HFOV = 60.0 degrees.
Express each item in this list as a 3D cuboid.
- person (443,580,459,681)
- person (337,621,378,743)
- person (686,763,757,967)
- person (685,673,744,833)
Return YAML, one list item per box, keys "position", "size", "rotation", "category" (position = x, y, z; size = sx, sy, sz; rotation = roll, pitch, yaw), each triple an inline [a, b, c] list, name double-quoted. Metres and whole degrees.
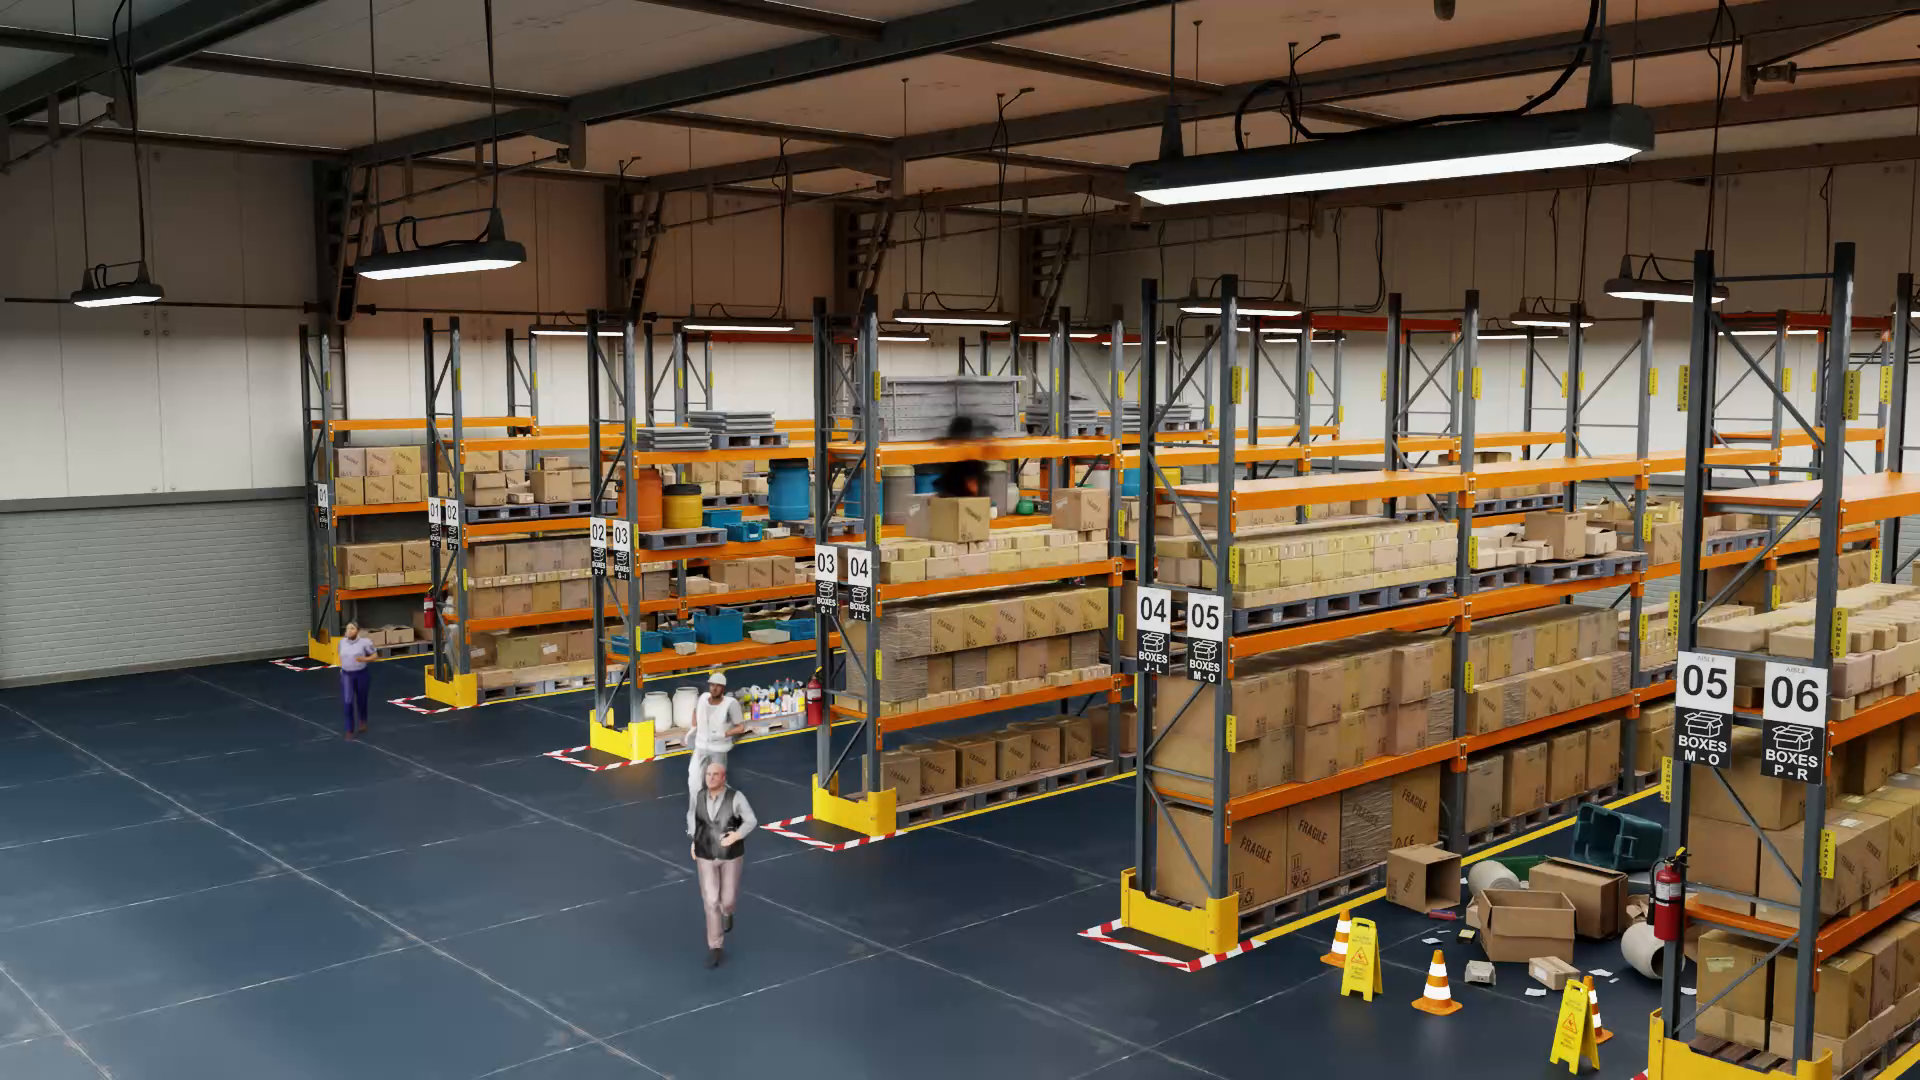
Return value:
- position: [-8.444, 1.526, 27.907]
  size: [0.598, 1.749, 0.703]
  rotation: [5, 8, 43]
  category: "person"
- position: [-8.530, 1.981, 23.557]
  size: [0.581, 1.702, 0.797]
  rotation: [-1, 6, -12]
  category: "person"
- position: [-2.128, 2.828, 14.806]
  size: [0.654, 1.728, 0.843]
  rotation: [0, 6, 0]
  category: "person"
- position: [-2.782, 2.396, 18.971]
  size: [0.724, 1.816, 0.884]
  rotation: [2, 6, 18]
  category: "person"
